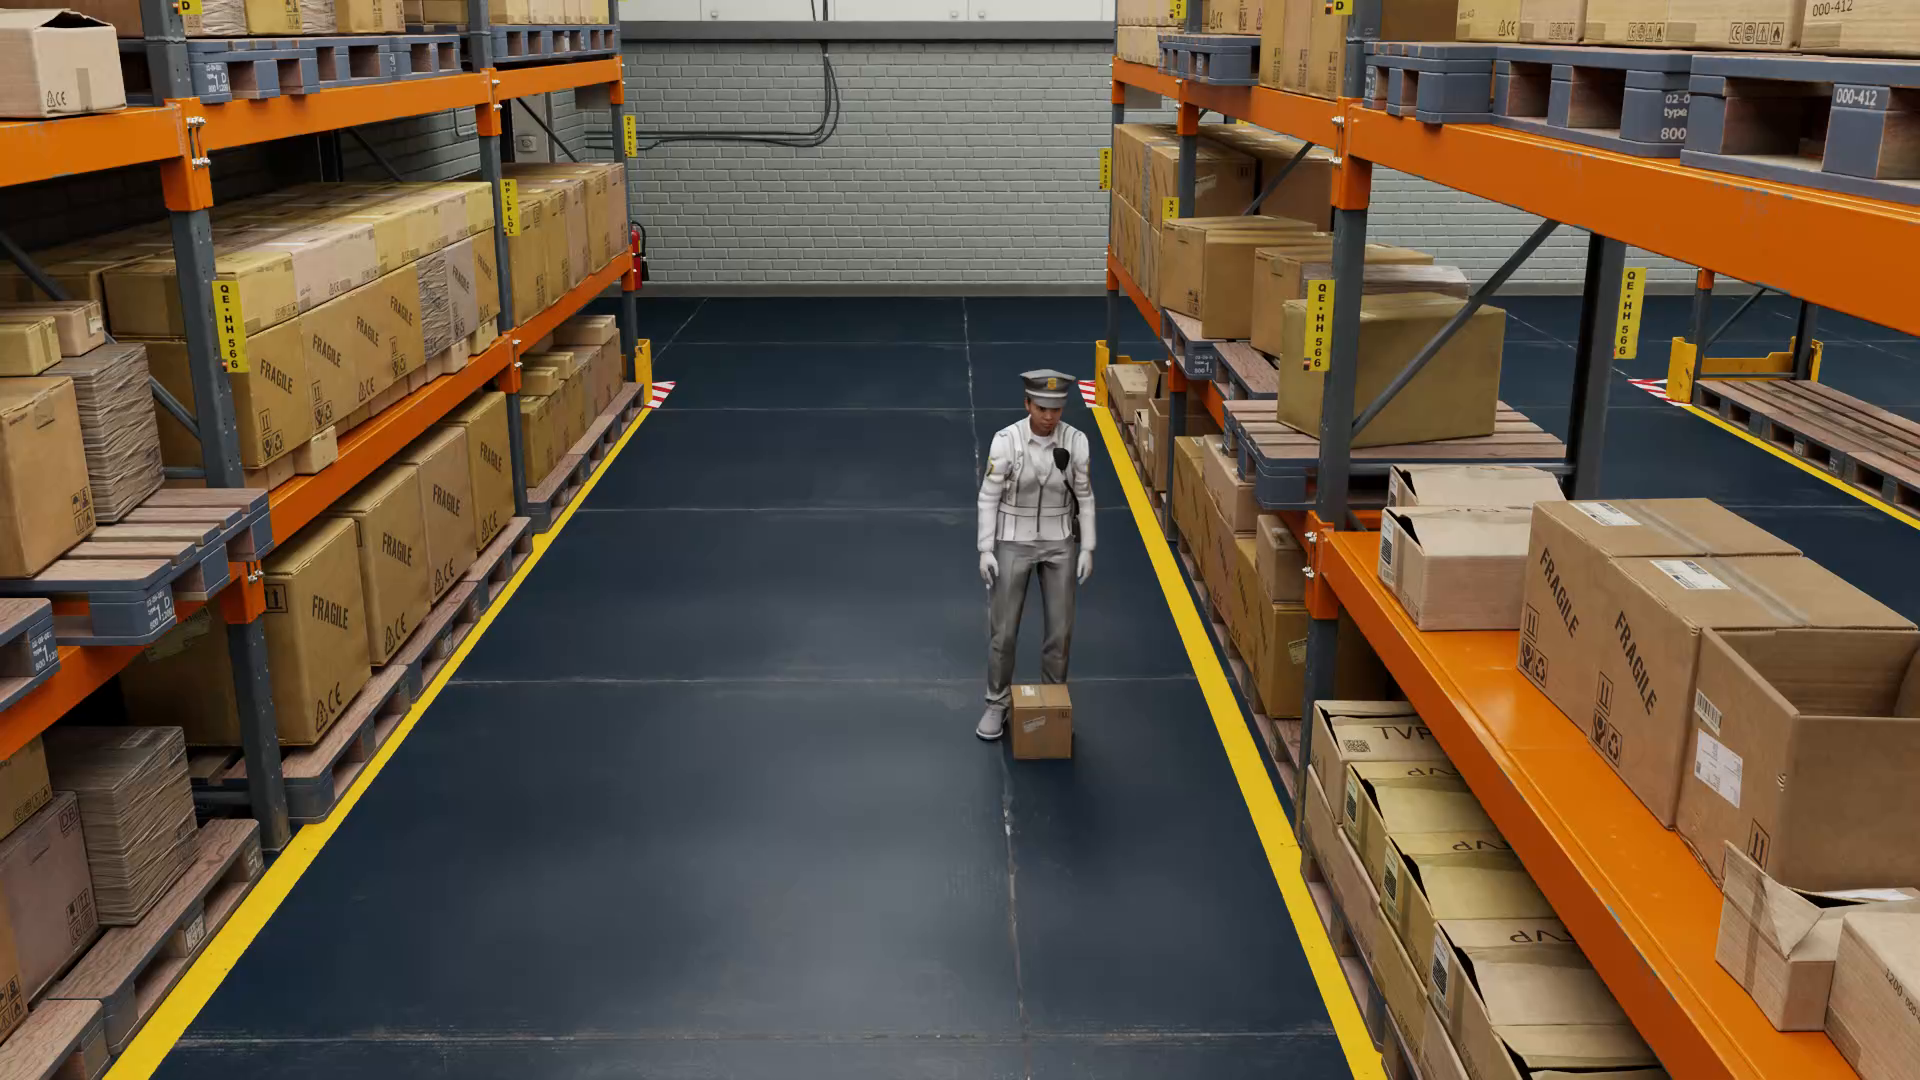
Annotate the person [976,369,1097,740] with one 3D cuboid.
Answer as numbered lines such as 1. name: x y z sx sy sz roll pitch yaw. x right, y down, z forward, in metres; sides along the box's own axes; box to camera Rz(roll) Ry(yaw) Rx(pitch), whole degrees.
1. person: 0.338 0.056 7.363 0.541 1.661 0.374 -1 17 -4
